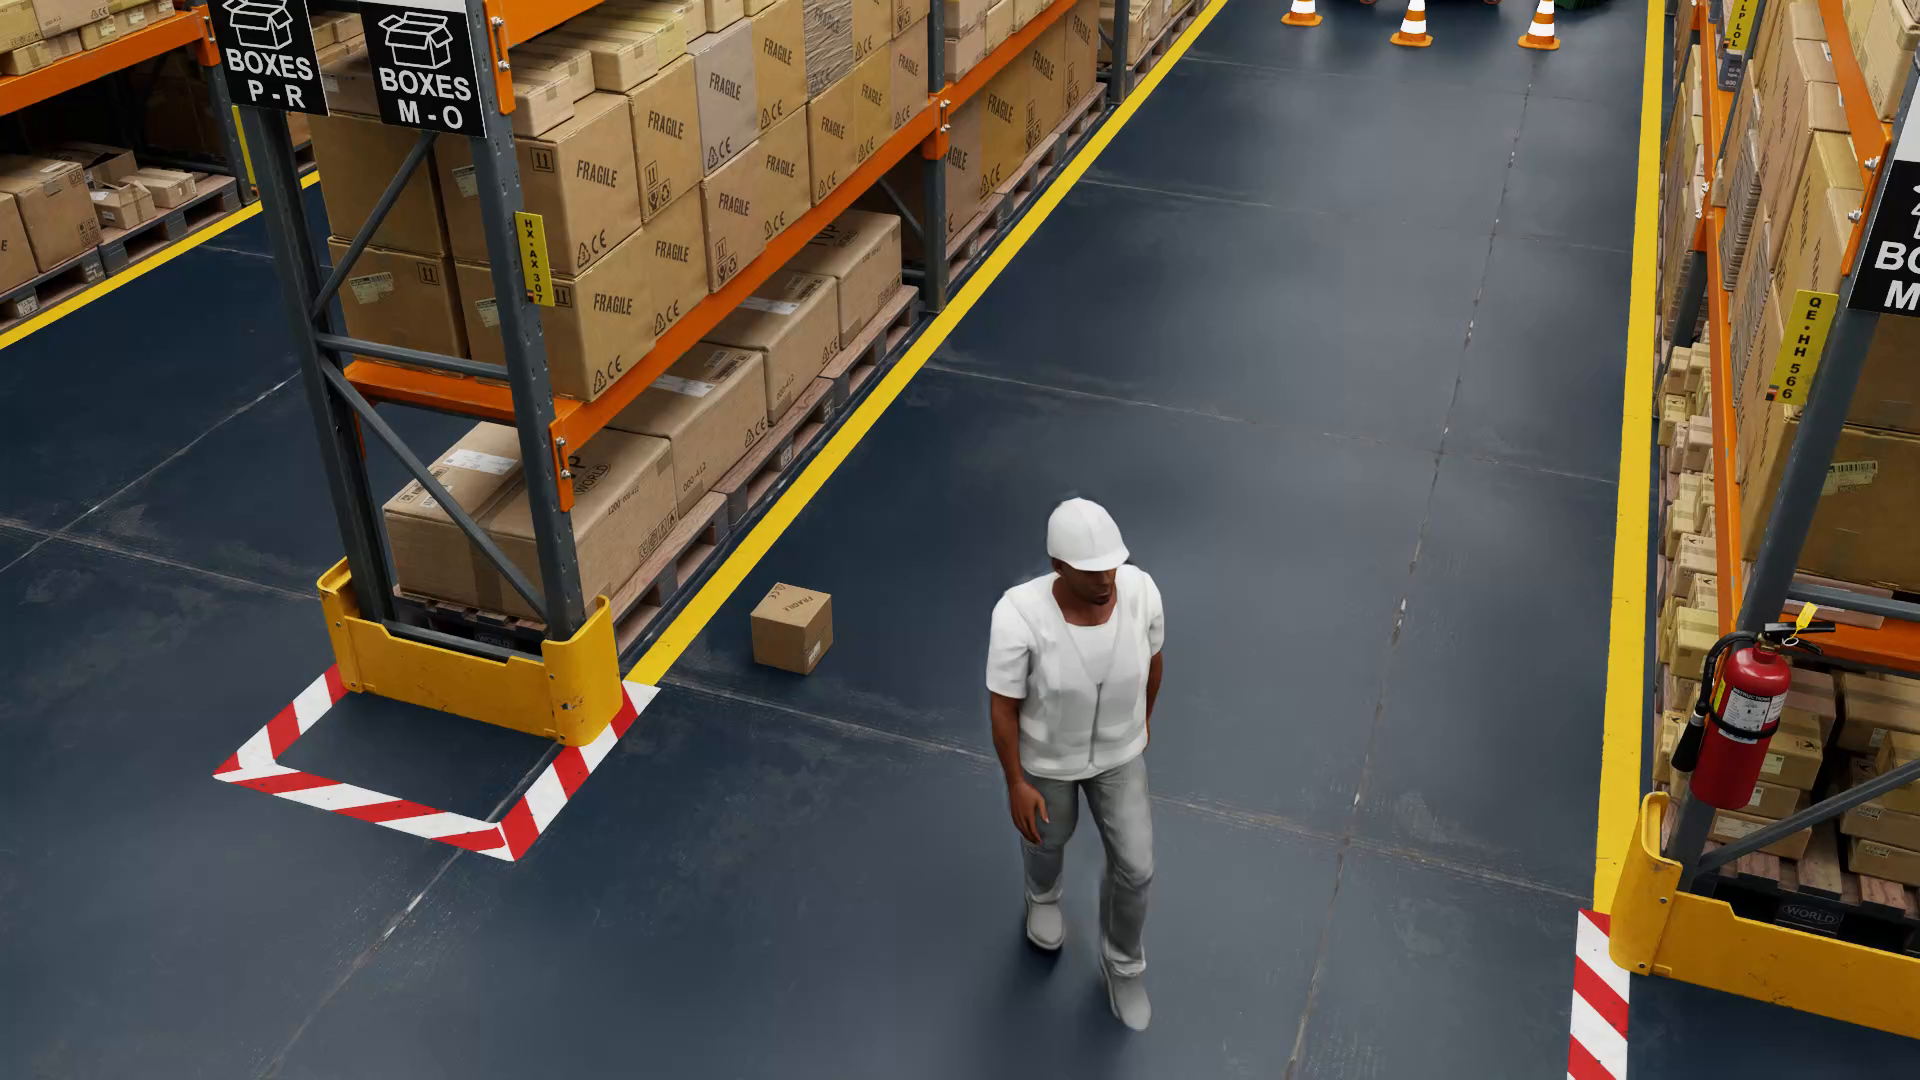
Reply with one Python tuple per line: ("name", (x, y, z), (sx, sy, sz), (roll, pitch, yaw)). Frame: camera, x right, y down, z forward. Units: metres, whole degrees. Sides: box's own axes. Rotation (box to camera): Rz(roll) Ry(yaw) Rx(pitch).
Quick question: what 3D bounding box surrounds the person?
("person", (0.366, 0.684, 5.087), (0.583, 1.820, 0.666), (-7, 34, -11))
